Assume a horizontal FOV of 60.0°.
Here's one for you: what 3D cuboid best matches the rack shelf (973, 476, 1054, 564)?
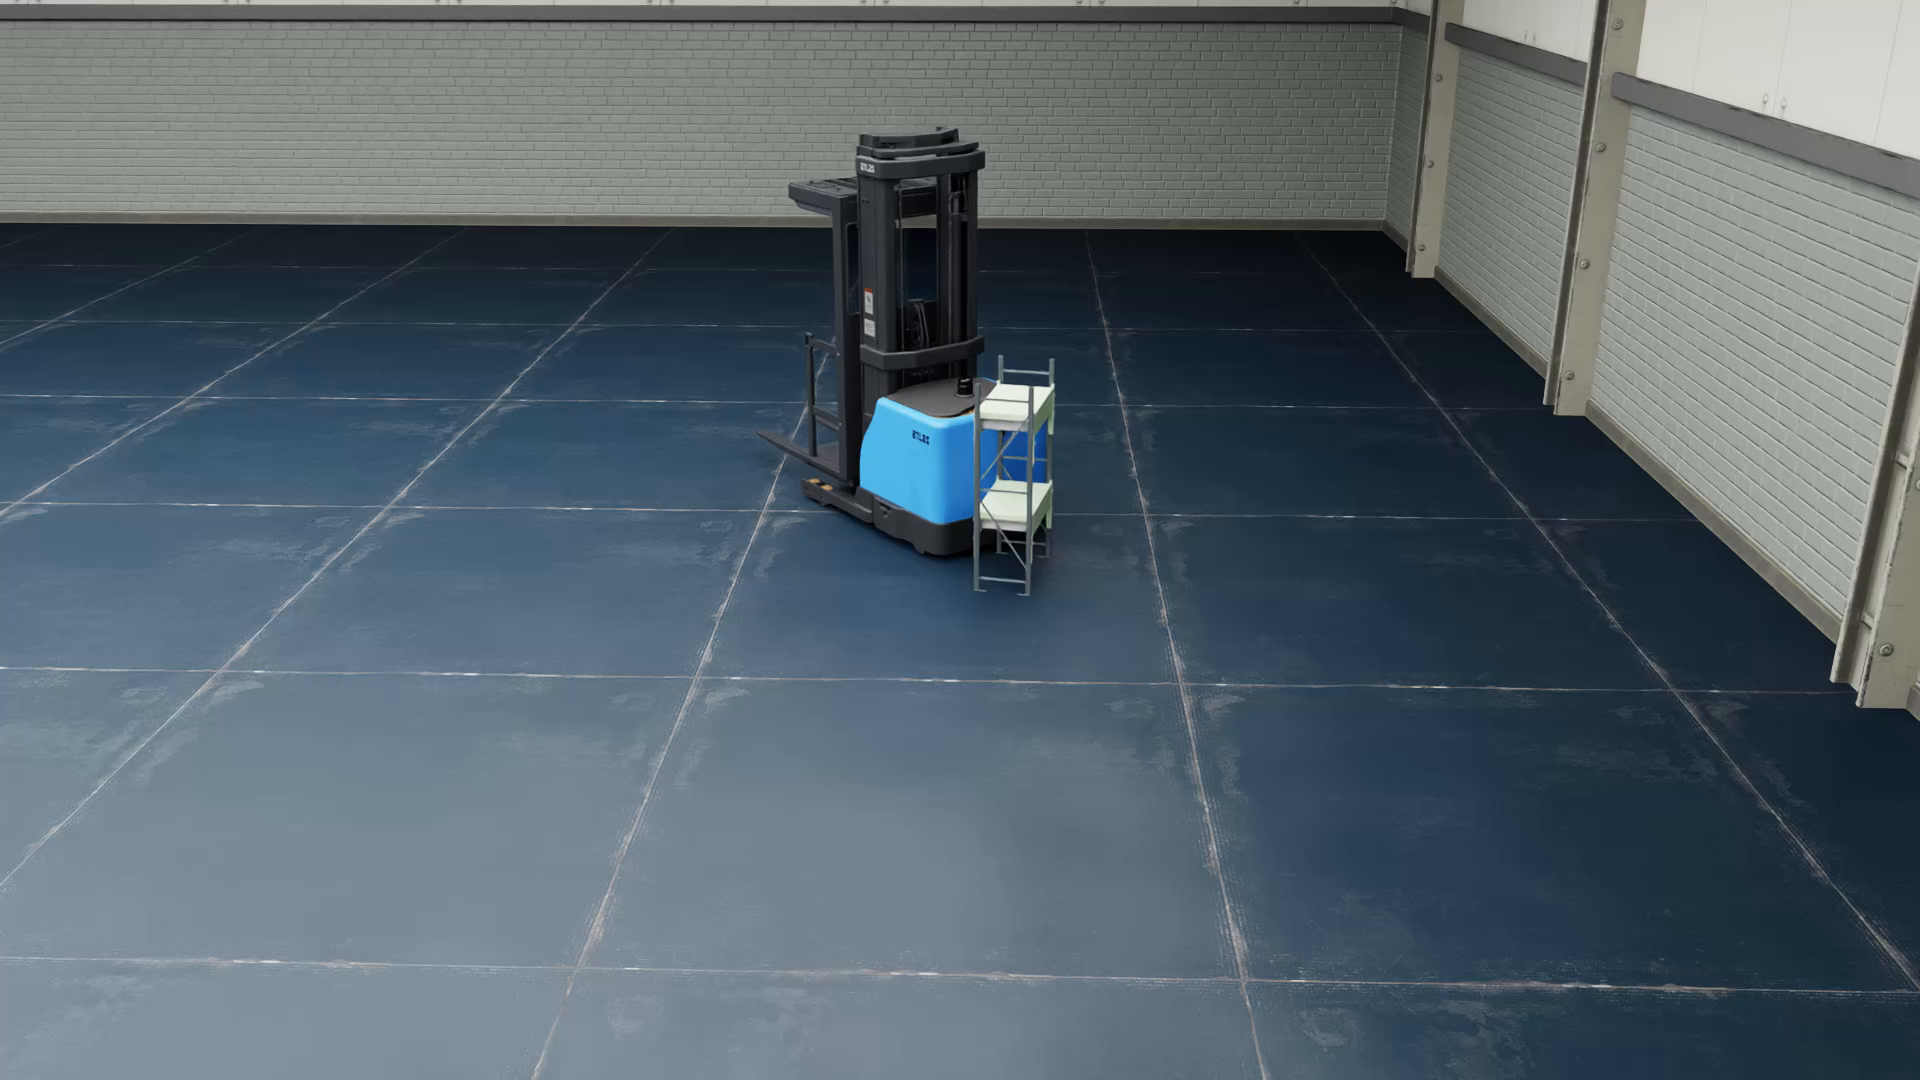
[{"bbox_3d":[0.381,-0.150,11.744,0.431,0.370,0.720,5,22,13],"label":"rack shelf"}]

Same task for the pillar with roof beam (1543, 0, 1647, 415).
[{"bbox_3d":[1.419,-5.479,14.210,9.100,9.000,0.400,1,21,2],"label":"pillar with roof beam"}]

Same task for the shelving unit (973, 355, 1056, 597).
[{"bbox_3d":[0.381,-0.454,11.626,0.431,1.500,0.755,5,22,13],"label":"shelving unit"}]

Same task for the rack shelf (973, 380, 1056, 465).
[{"bbox_3d":[0.381,-0.818,11.485,0.431,0.370,0.720,5,22,13],"label":"rack shelf"}]

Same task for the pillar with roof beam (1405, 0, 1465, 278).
[{"bbox_3d":[1.601,-7.648,19.801,9.100,9.000,0.400,1,21,2],"label":"pillar with roof beam"}]

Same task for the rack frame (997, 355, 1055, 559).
[{"bbox_3d":[0.467,-0.583,11.958,0.400,1.500,0.023,5,22,13],"label":"rack frame"}]

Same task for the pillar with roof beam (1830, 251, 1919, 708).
[{"bbox_3d":[1.236,-3.310,8.619,9.100,9.000,0.400,1,21,2],"label":"pillar with roof beam"}]

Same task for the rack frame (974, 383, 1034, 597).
[{"bbox_3d":[0.294,-0.326,11.295,0.400,1.500,0.023,5,22,13],"label":"rack frame"}]

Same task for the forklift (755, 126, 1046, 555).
[{"bbox_3d":[-0.614,-1.728,12.932,1.130,2.935,3.031,-15,26,-33],"label":"forklift"}]
